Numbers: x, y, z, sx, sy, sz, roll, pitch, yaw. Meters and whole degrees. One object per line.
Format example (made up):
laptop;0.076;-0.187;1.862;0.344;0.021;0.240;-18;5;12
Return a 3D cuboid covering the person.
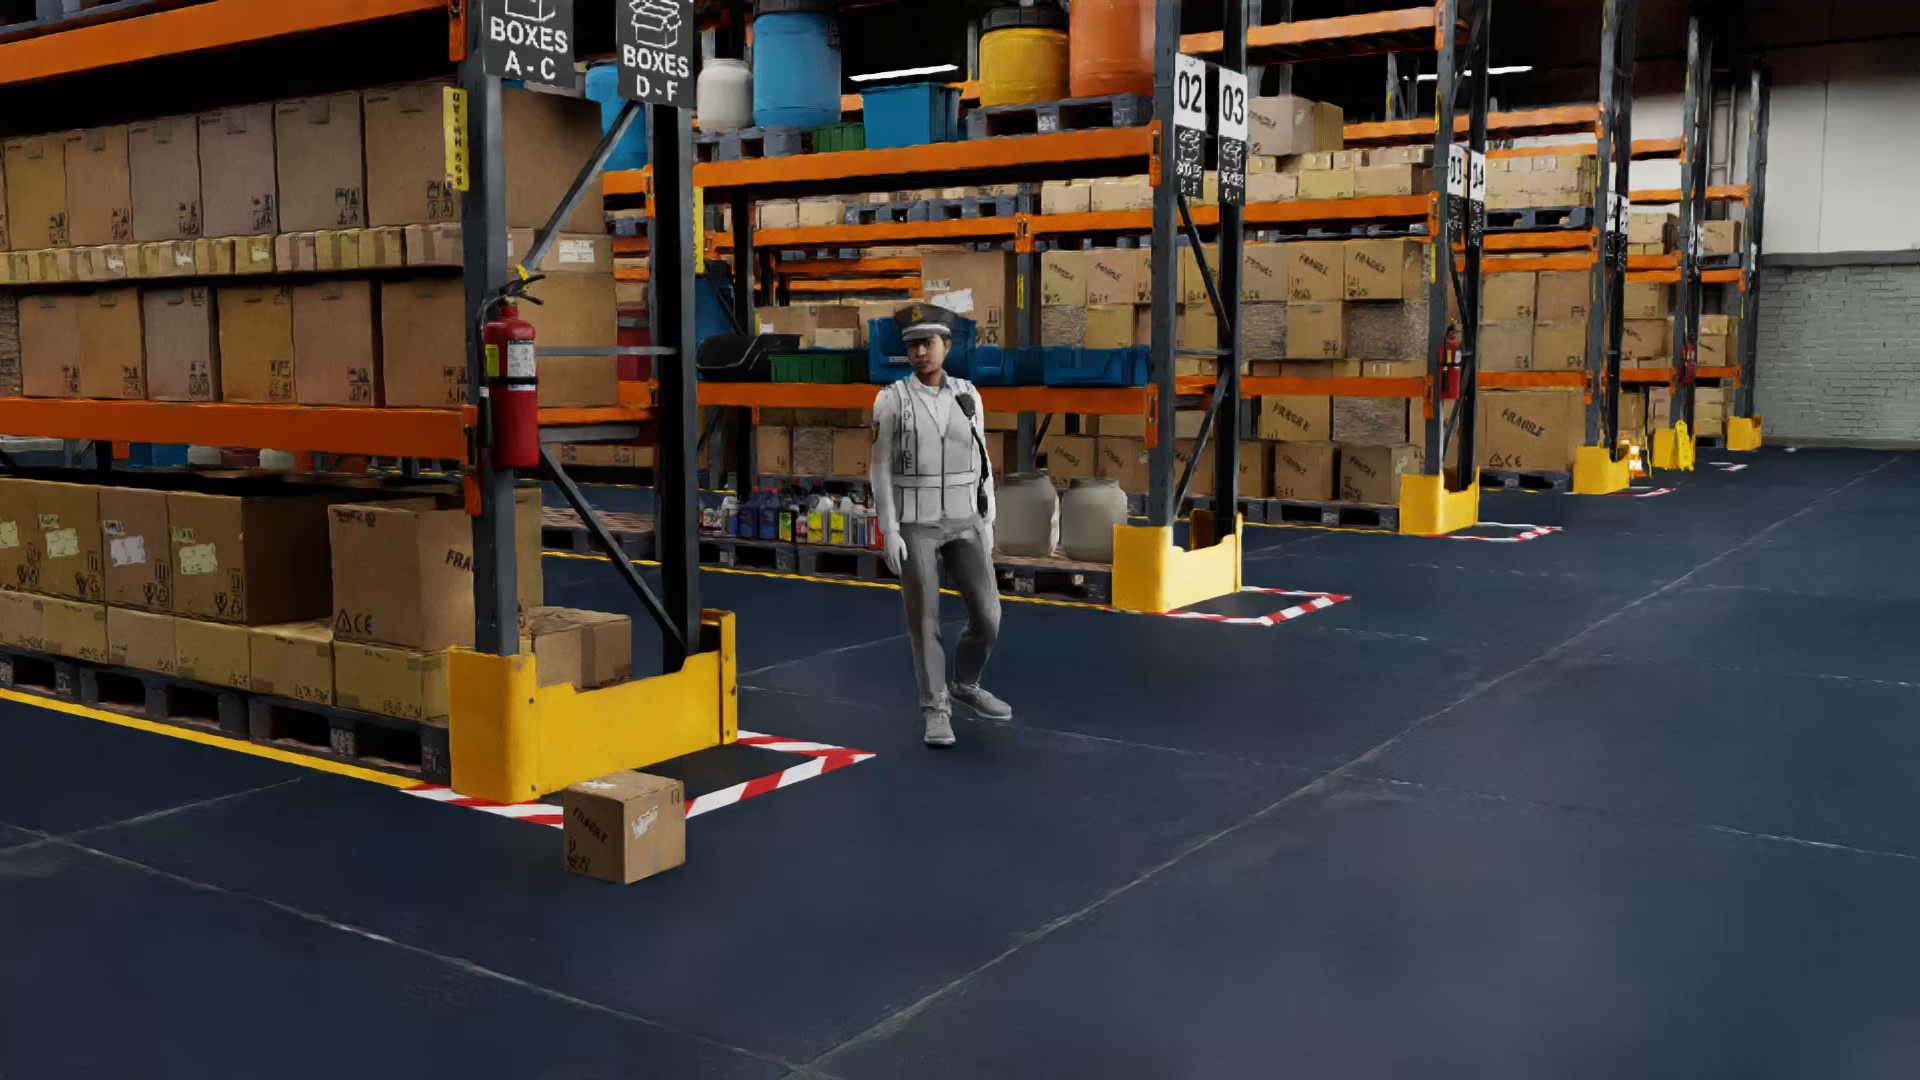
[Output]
person;-0.065;-0.058;6.374;0.593;1.670;0.447;-2;7;-17
